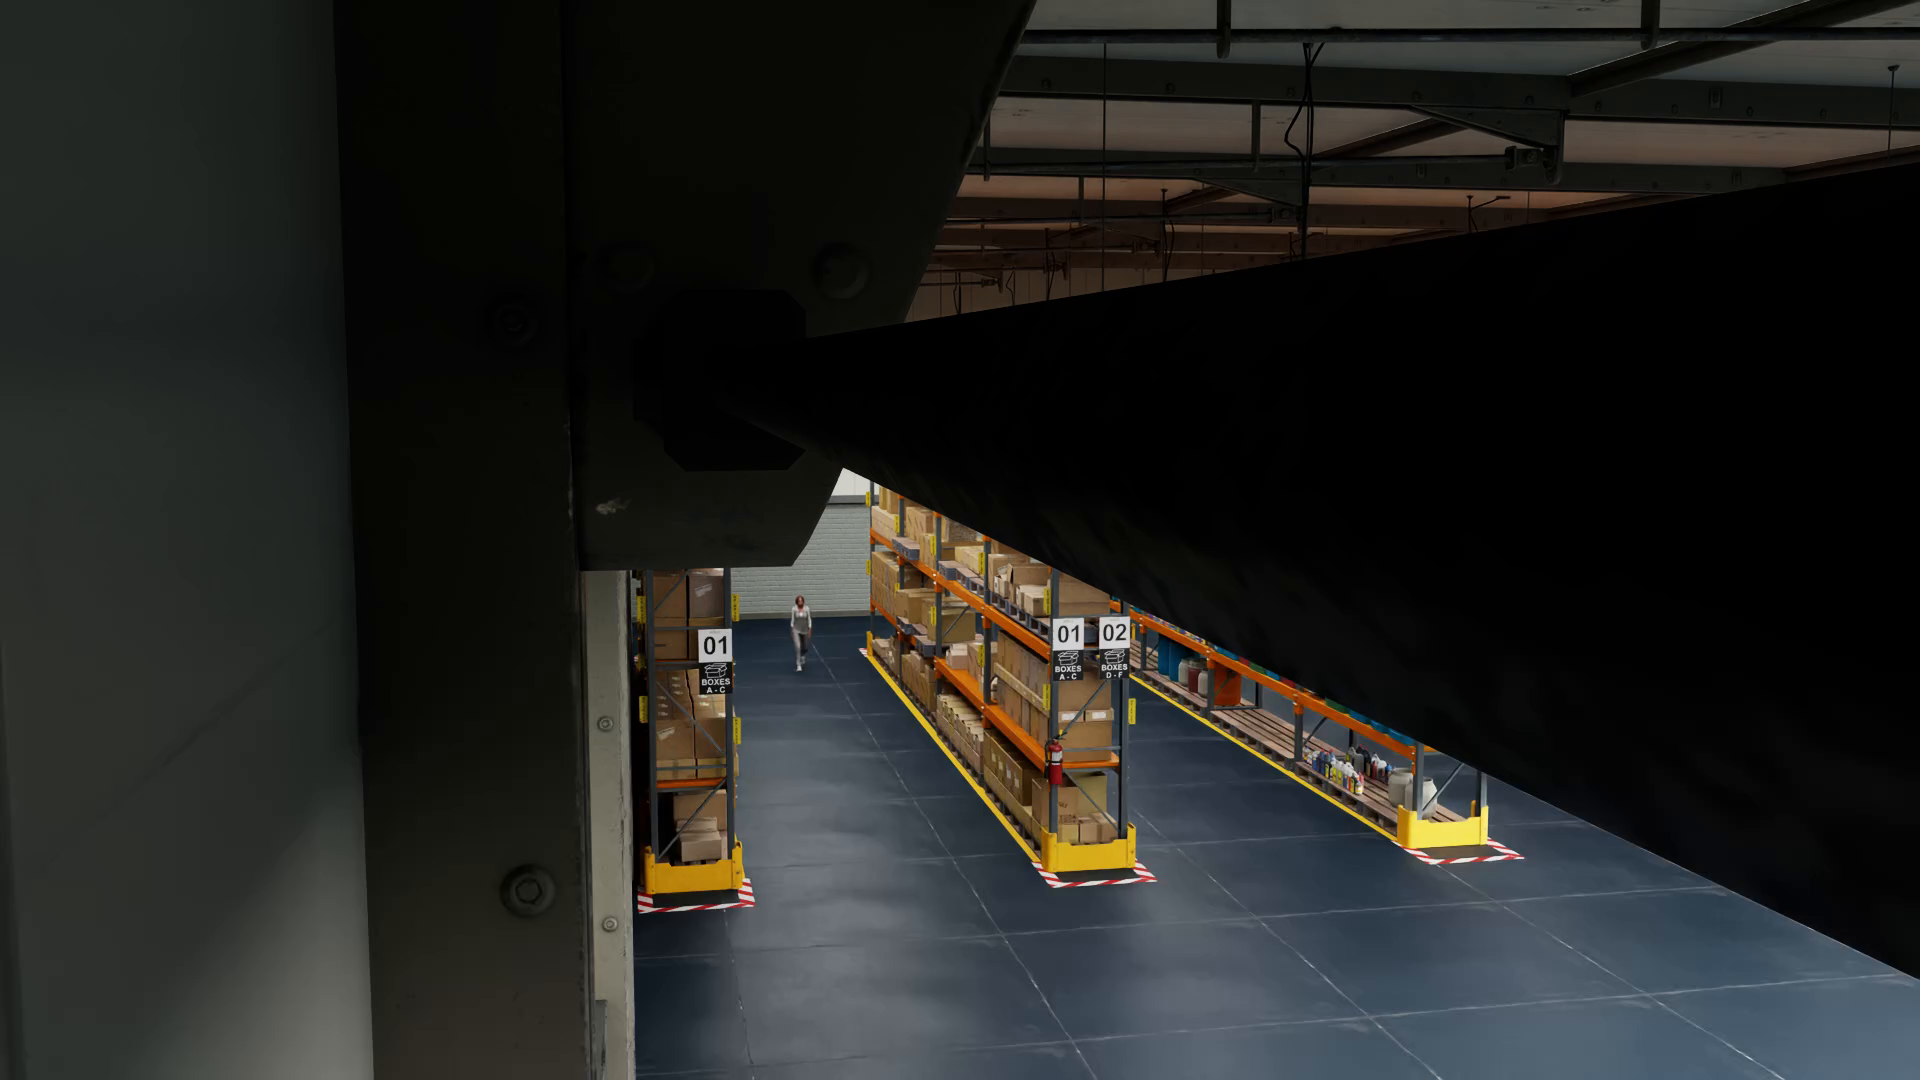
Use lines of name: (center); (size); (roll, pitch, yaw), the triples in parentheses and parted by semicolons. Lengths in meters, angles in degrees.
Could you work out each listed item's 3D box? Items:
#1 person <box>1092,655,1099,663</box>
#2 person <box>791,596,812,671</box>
person: (2.669, 1.969, 34.126); (0.534, 1.569, 1.039); (0, 6, -1)
person: (-3.318, 1.917, 34.721); (0.424, 1.563, 0.768); (-1, 6, -13)
